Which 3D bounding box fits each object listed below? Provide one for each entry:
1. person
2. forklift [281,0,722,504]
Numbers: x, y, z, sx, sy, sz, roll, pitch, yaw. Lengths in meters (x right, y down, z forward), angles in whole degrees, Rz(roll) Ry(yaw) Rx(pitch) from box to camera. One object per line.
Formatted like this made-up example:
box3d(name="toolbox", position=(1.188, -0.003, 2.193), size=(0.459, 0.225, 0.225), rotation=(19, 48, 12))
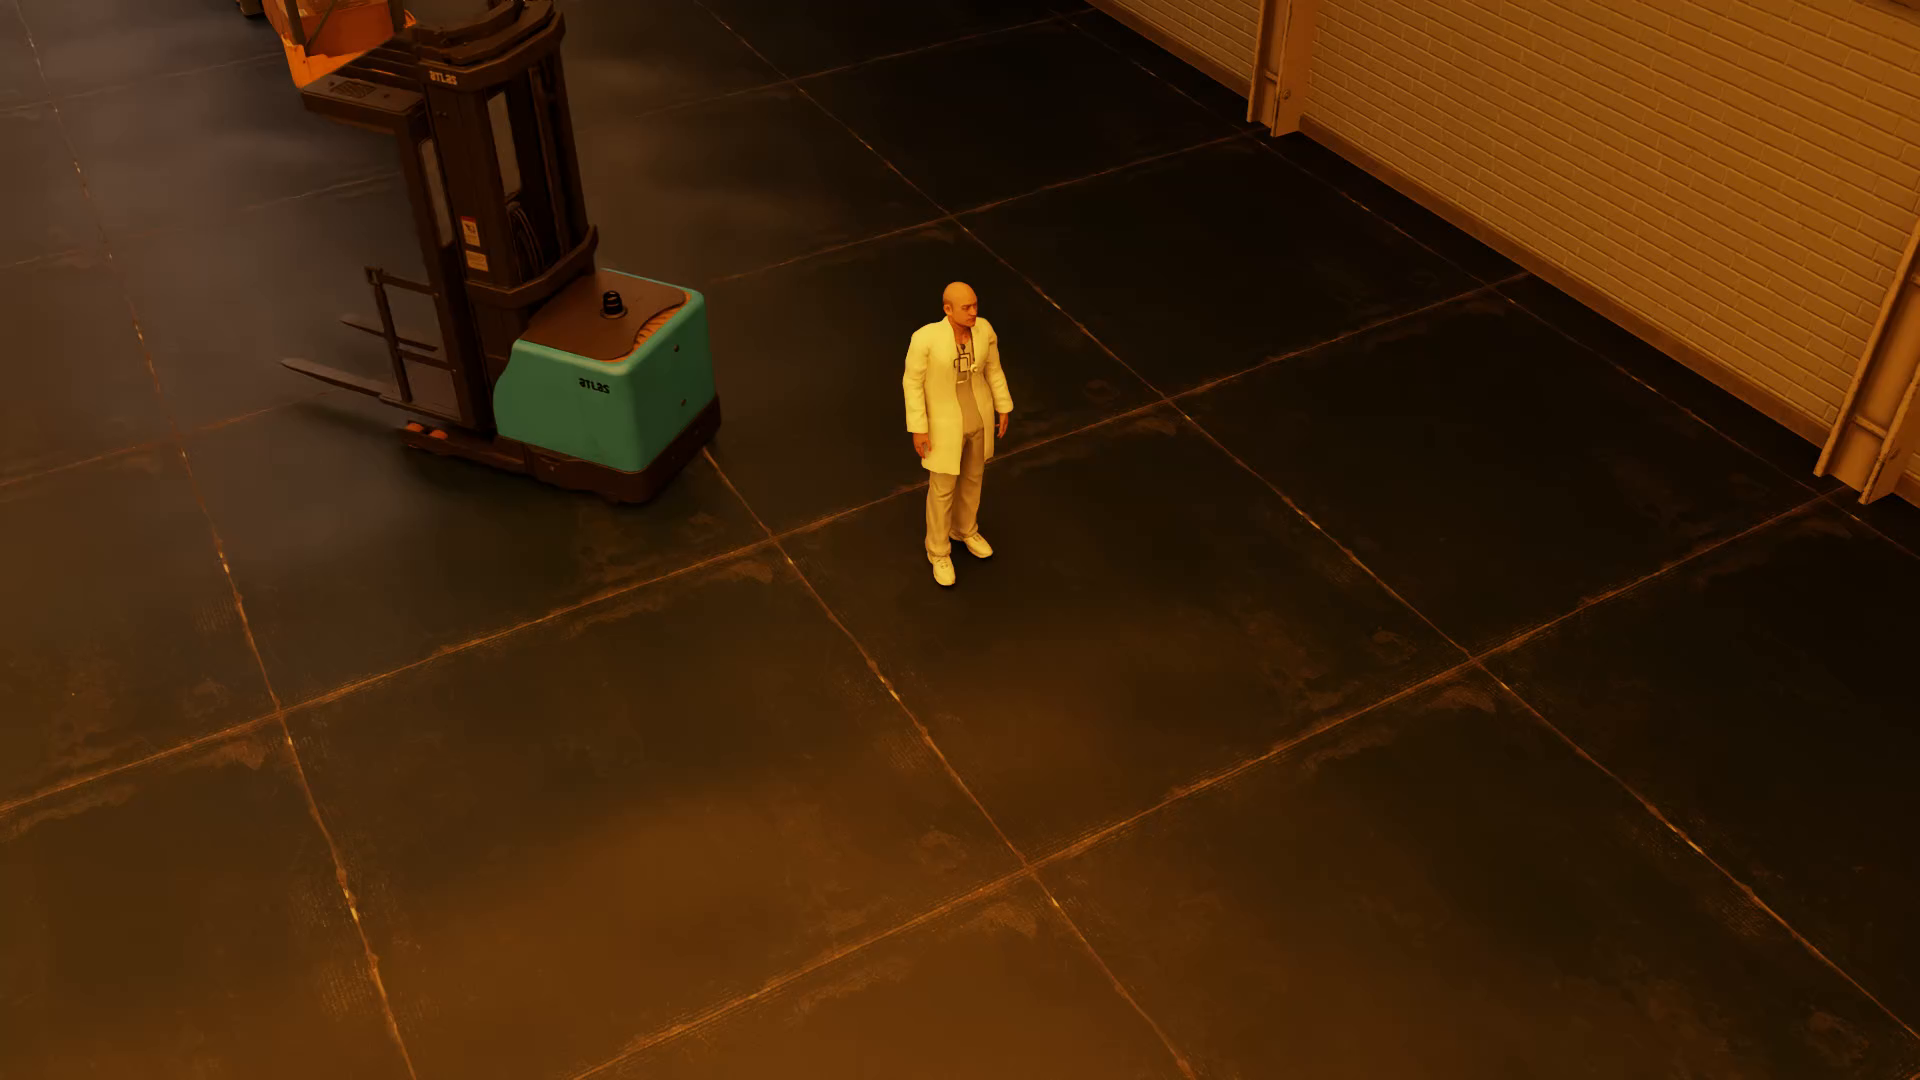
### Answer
box3d(name="person", position=(0.041, -0.638, 9.698), size=(0.694, 1.775, 0.581), rotation=(-20, 44, -23))
box3d(name="forklift", position=(-3.165, -1.980, 10.424), size=(3.031, 2.935, 1.130), rotation=(16, 42, 18))
